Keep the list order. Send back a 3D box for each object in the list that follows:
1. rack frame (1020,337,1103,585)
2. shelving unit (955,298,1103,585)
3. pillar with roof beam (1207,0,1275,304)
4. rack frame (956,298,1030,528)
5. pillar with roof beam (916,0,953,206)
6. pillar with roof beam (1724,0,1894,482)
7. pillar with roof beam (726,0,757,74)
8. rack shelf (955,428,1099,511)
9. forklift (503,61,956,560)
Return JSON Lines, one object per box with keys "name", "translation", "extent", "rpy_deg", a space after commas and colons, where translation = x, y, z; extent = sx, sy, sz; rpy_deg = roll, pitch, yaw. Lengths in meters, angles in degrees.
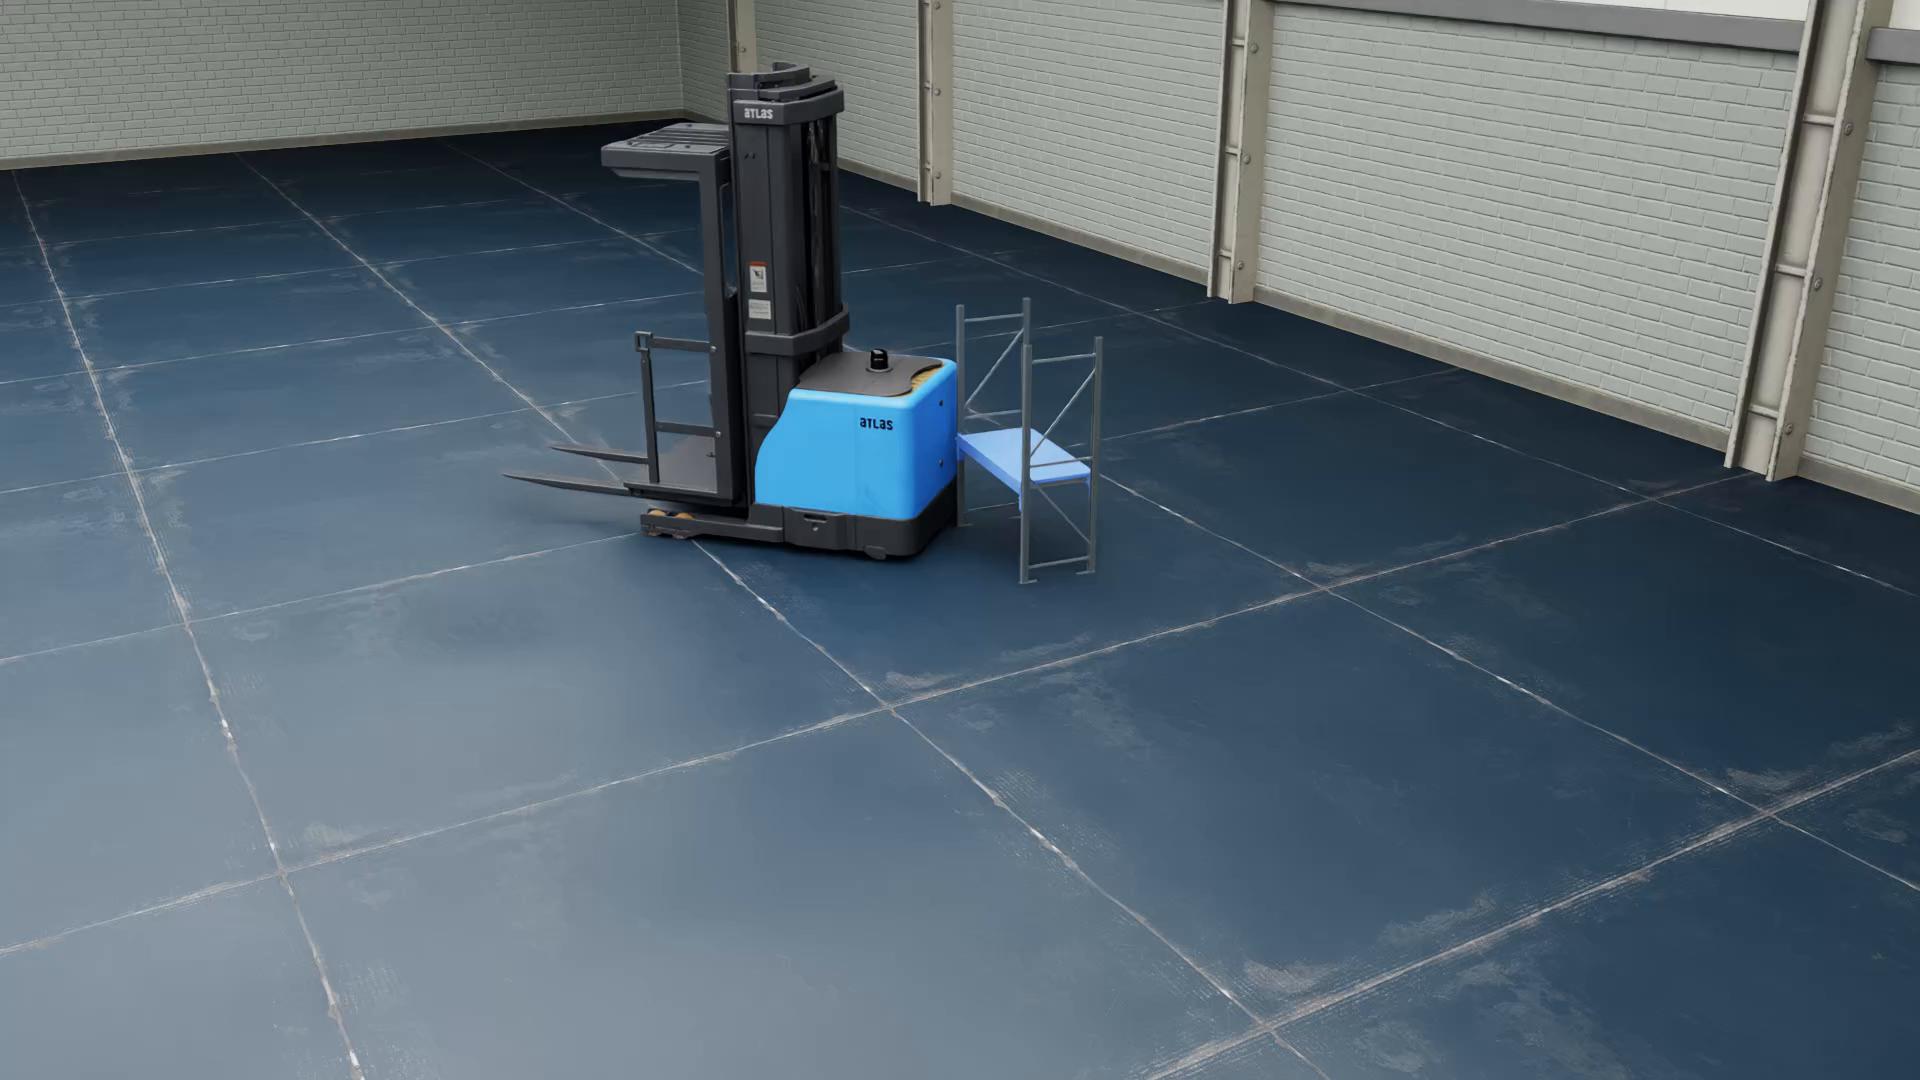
{"name": "rack frame", "translation": [0.602, -0.460, 9.951], "extent": [0.500, 1.500, 0.032], "rpy_deg": [-9, 24, -21]}
{"name": "shelving unit", "translation": [0.408, -0.637, 10.386], "extent": [0.538, 1.500, 1.048], "rpy_deg": [-9, 24, -21]}
{"name": "pillar with roof beam", "translation": [-0.958, -5.791, 13.107], "extent": [9.100, 9.000, 0.400], "rpy_deg": [-13, 25, -28]}
{"name": "rack frame", "translation": [0.213, -0.813, 10.821], "extent": [0.500, 1.500, 0.032], "rpy_deg": [-9, 24, -21]}
{"name": "pillar with roof beam", "translation": [-4.023, -7.733, 17.885], "extent": [9.100, 9.000, 0.400], "rpy_deg": [-13, 25, -28]}
{"name": "pillar with roof beam", "translation": [2.107, -3.848, 8.328], "extent": [9.100, 9.000, 0.400], "rpy_deg": [-13, 25, -28]}
{"name": "pillar with roof beam", "translation": [-7.088, -9.675, 22.664], "extent": [9.100, 9.000, 0.400], "rpy_deg": [-13, 25, -28]}
{"name": "rack shelf", "translation": [0.408, -0.470, 10.453], "extent": [0.538, 0.185, 1.000], "rpy_deg": [-9, 24, -21]}
{"name": "forklift", "translation": [-1.572, -1.543, 10.714], "extent": [3.031, 2.935, 1.130], "rpy_deg": [7, 23, 16]}
